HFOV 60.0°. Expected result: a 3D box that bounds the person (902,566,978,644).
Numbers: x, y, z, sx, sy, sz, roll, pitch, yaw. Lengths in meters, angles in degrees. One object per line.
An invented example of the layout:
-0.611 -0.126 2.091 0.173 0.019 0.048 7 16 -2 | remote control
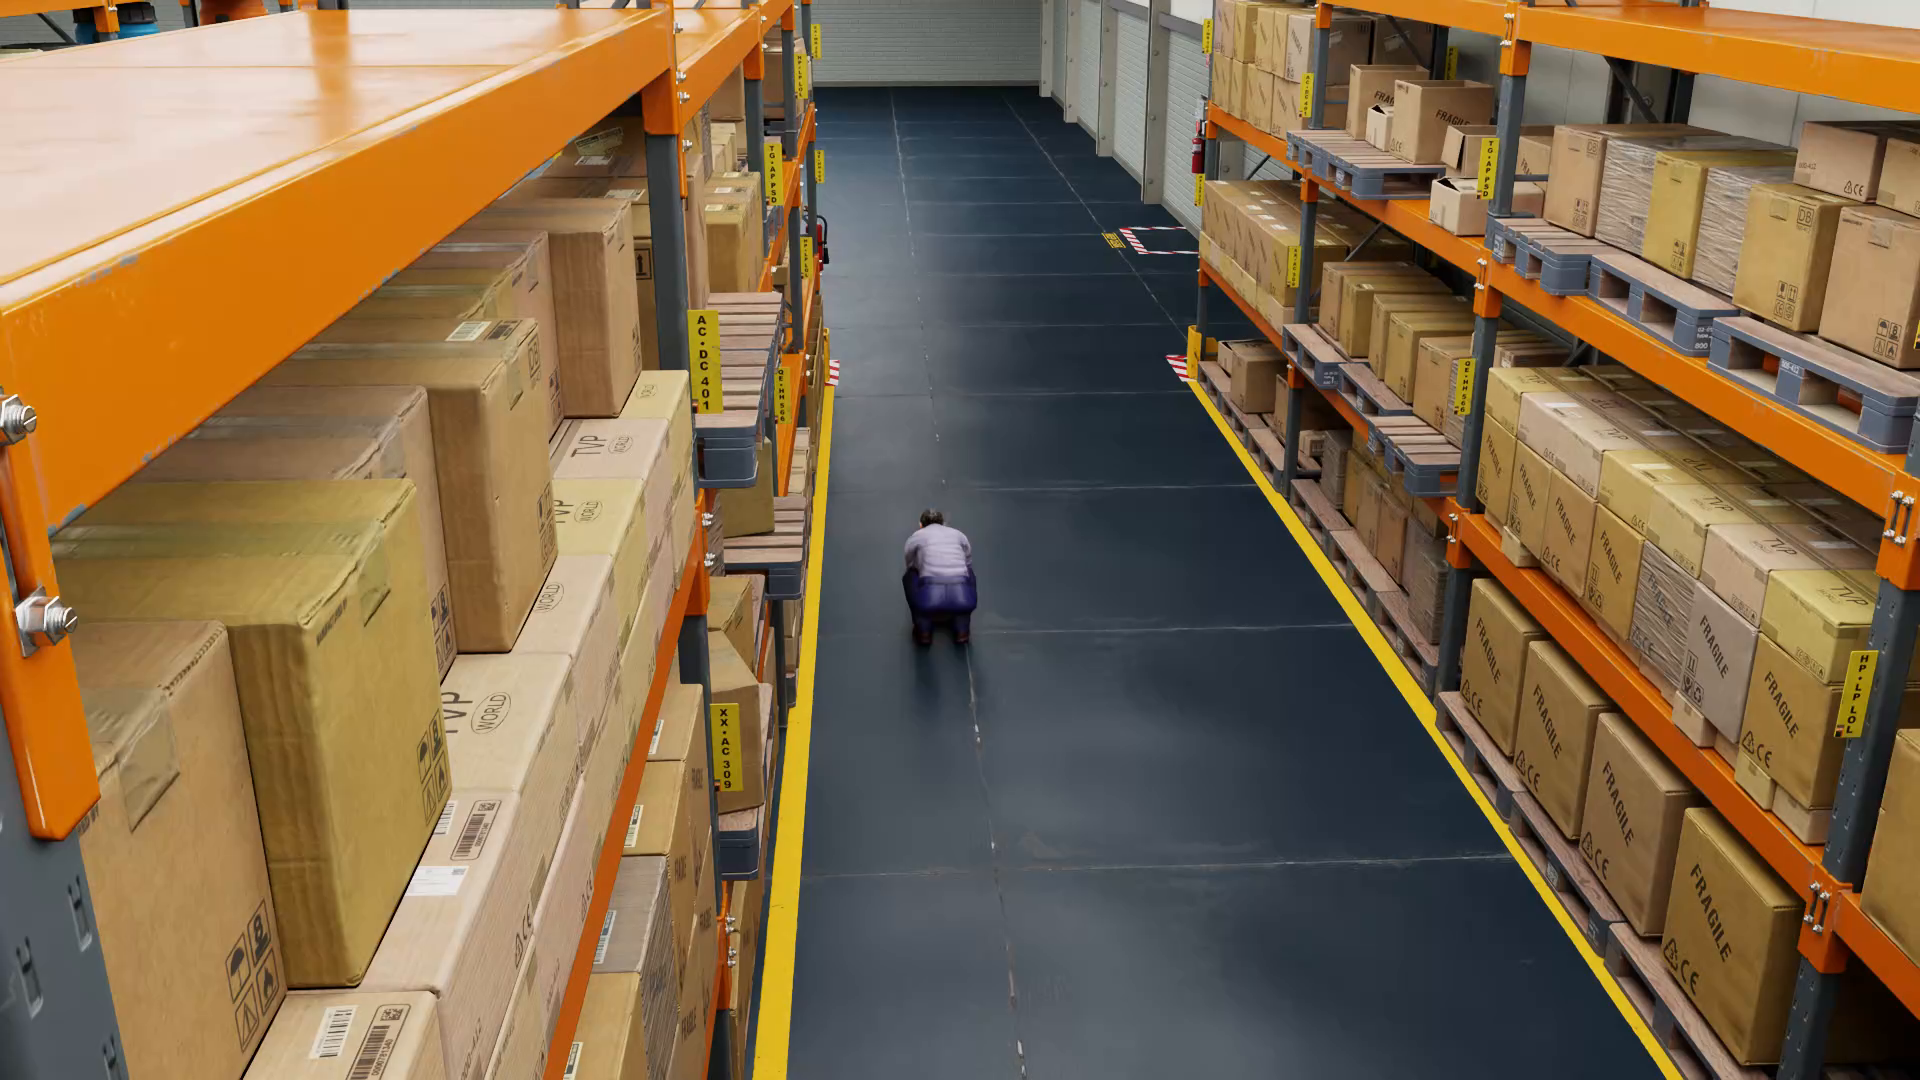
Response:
-0.126 0.420 11.082 0.508 0.536 0.584 -1 21 -4 | person
